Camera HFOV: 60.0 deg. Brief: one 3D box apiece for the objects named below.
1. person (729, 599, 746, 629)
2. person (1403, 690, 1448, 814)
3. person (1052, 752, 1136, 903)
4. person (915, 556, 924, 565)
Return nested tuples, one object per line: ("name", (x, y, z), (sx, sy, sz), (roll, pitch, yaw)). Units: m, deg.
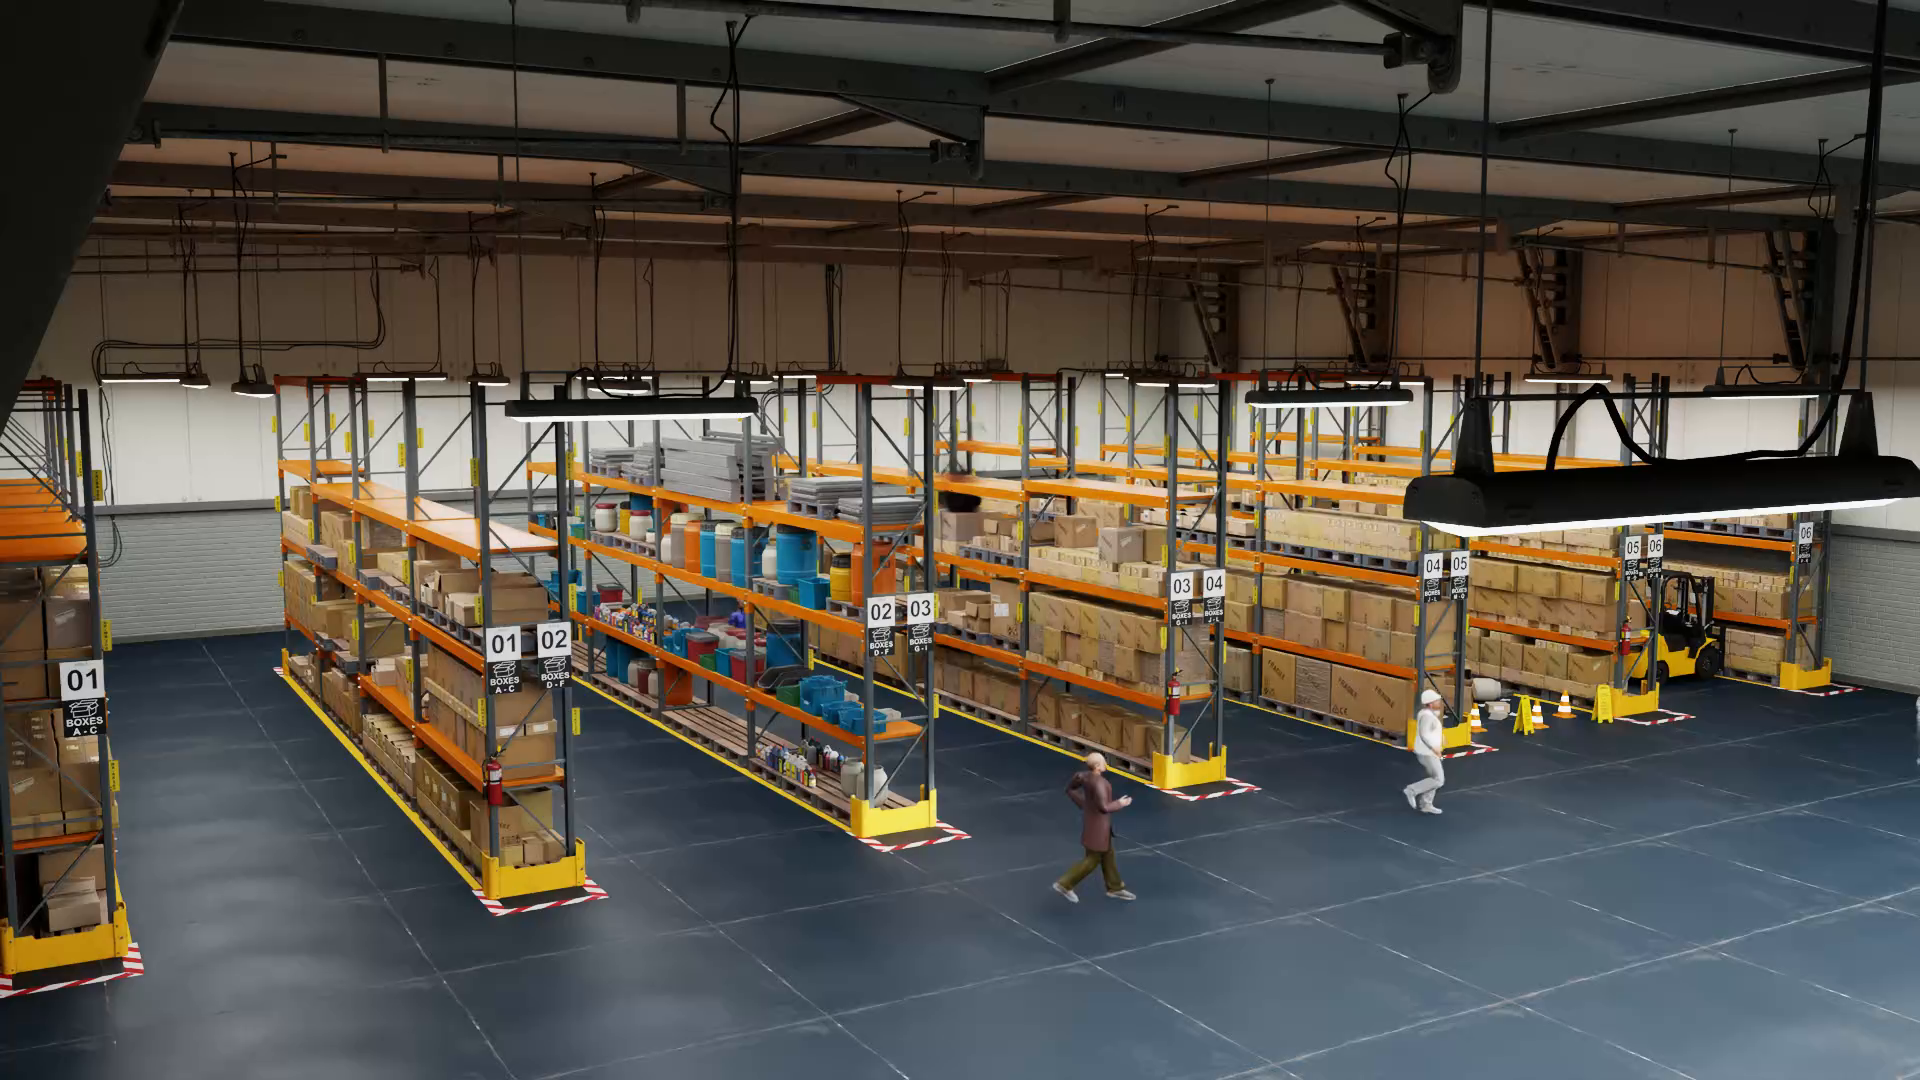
("person", (-4.285, 1.946, 32.804), (0.573, 1.604, 0.562), (-5, 8, -38))
("person", (6.500, 2.944, 23.178), (0.633, 1.747, 0.658), (1, 6, 8))
("person", (1.564, 3.329, 19.172), (1.040, 1.791, 0.708), (-1, 6, -11))
("person", (-1.068, 0.933, 41.667), (0.568, 1.732, 0.733), (-5, 8, -37))
